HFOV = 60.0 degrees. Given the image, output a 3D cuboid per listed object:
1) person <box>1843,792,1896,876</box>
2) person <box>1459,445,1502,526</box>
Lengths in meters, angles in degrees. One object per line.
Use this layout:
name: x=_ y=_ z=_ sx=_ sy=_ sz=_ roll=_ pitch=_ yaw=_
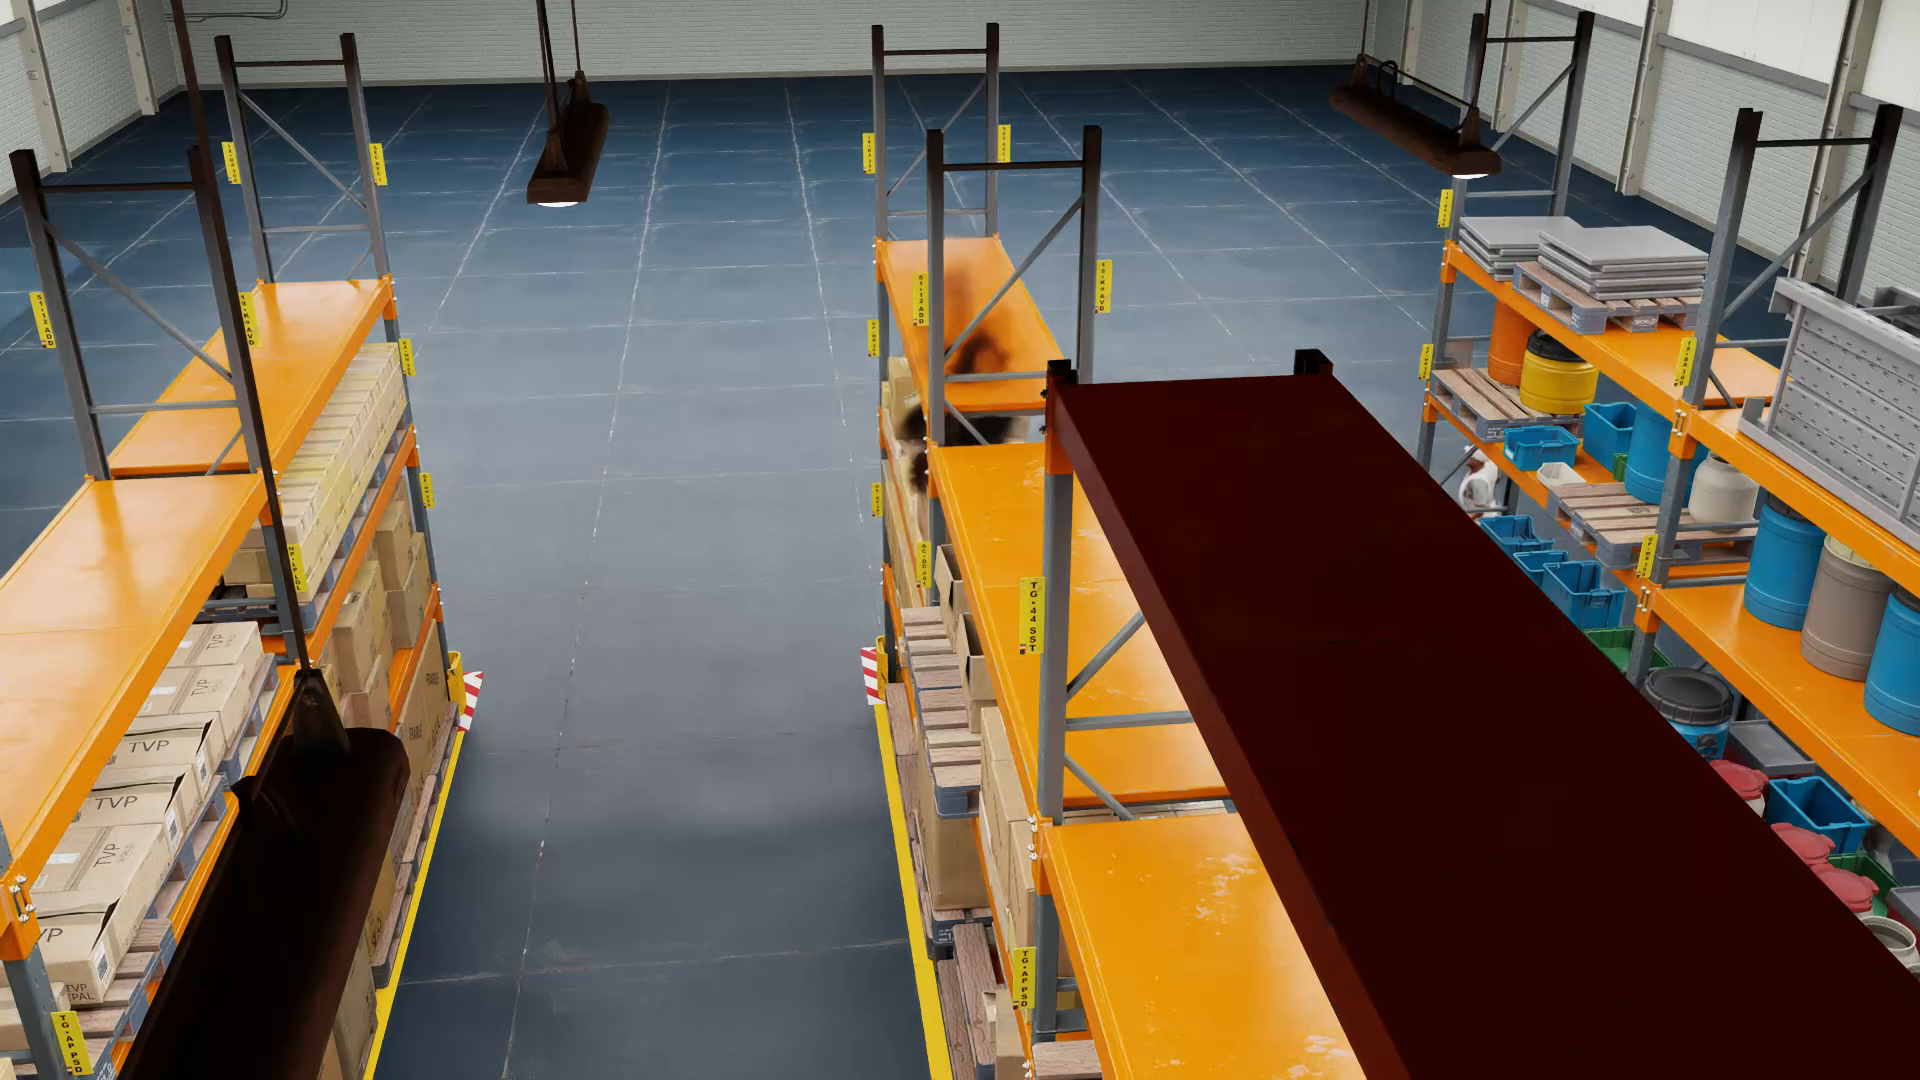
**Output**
person: x=6.797 y=1.958 z=12.379 sx=0.726 sy=1.714 sz=0.743 roll=-1 pitch=26 yaw=-3
person: x=5.368 y=-0.221 z=17.025 sx=0.693 sy=1.704 sz=0.745 roll=14 pitch=29 yaw=27
